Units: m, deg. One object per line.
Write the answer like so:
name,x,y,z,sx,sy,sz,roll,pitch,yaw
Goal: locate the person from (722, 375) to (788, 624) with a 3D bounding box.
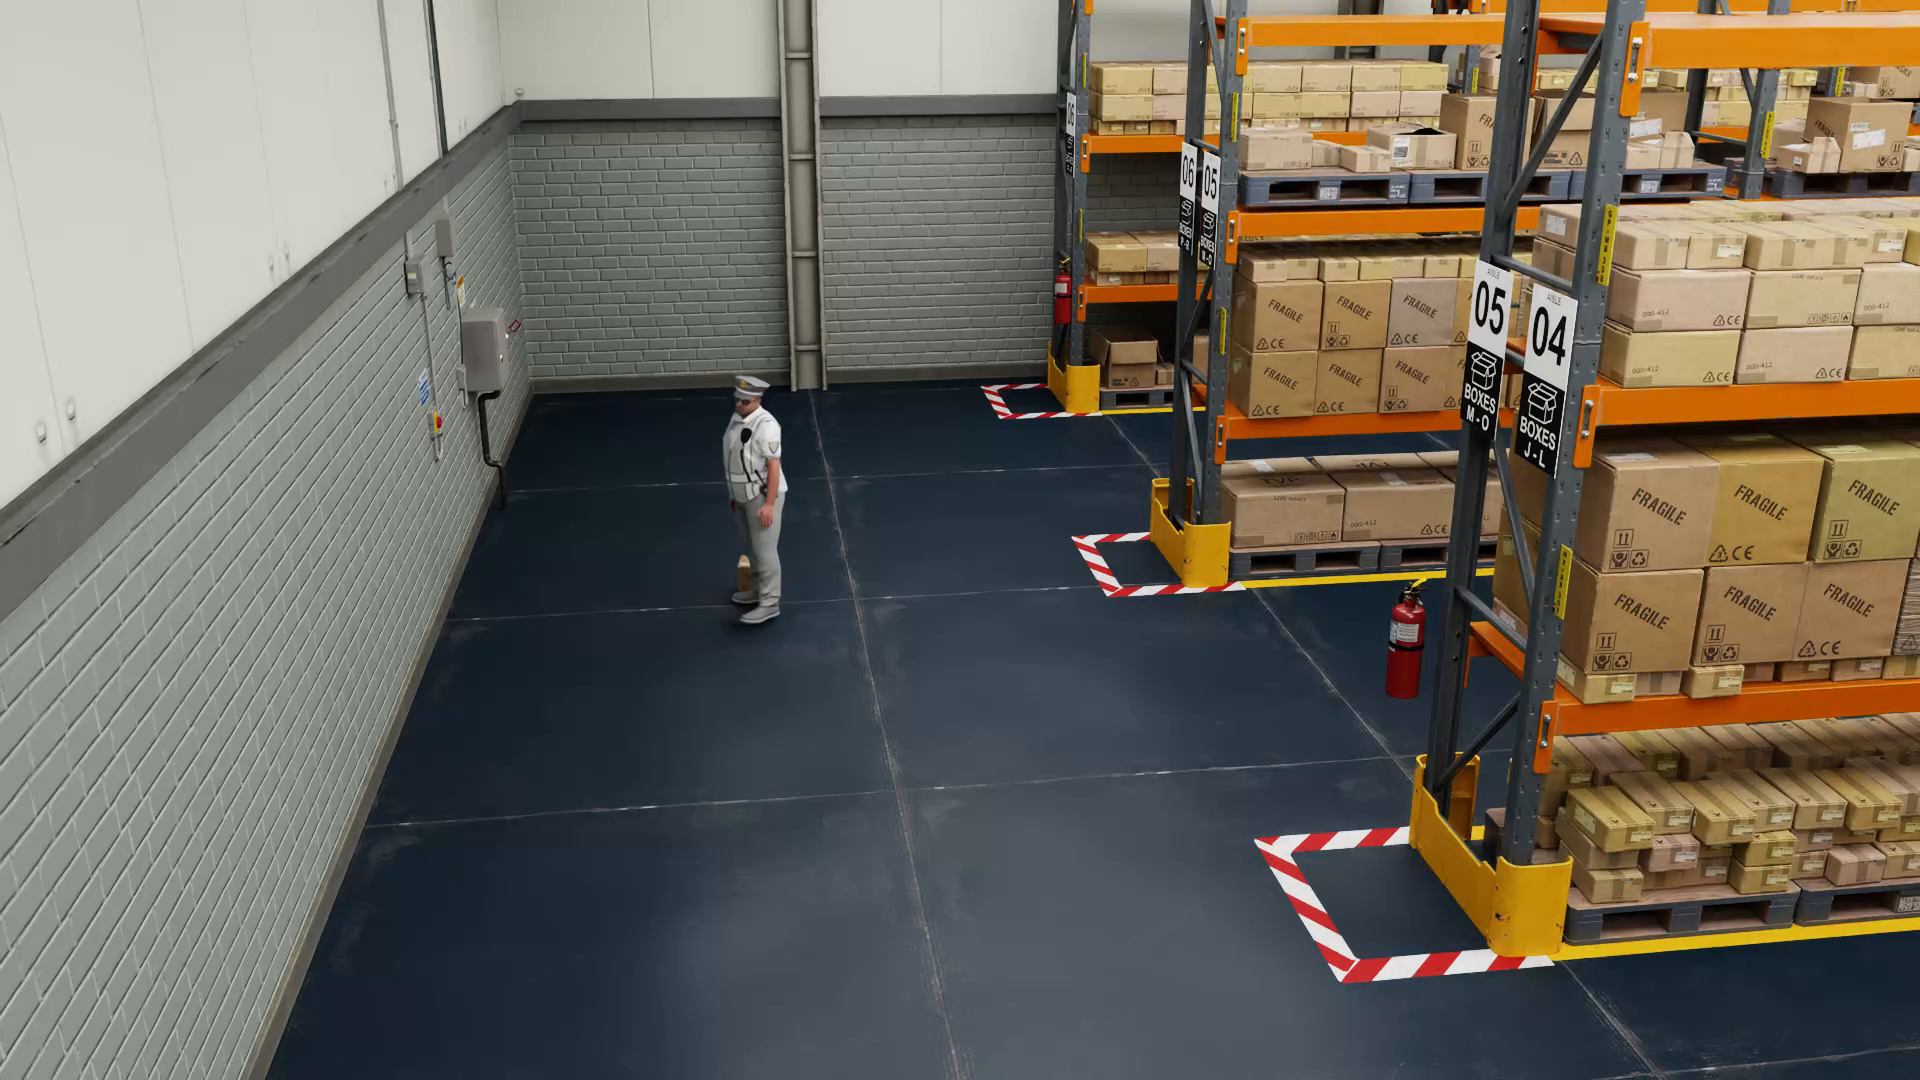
person,-1.487,-0.304,11.824,0.465,1.763,0.622,-13,24,-32
